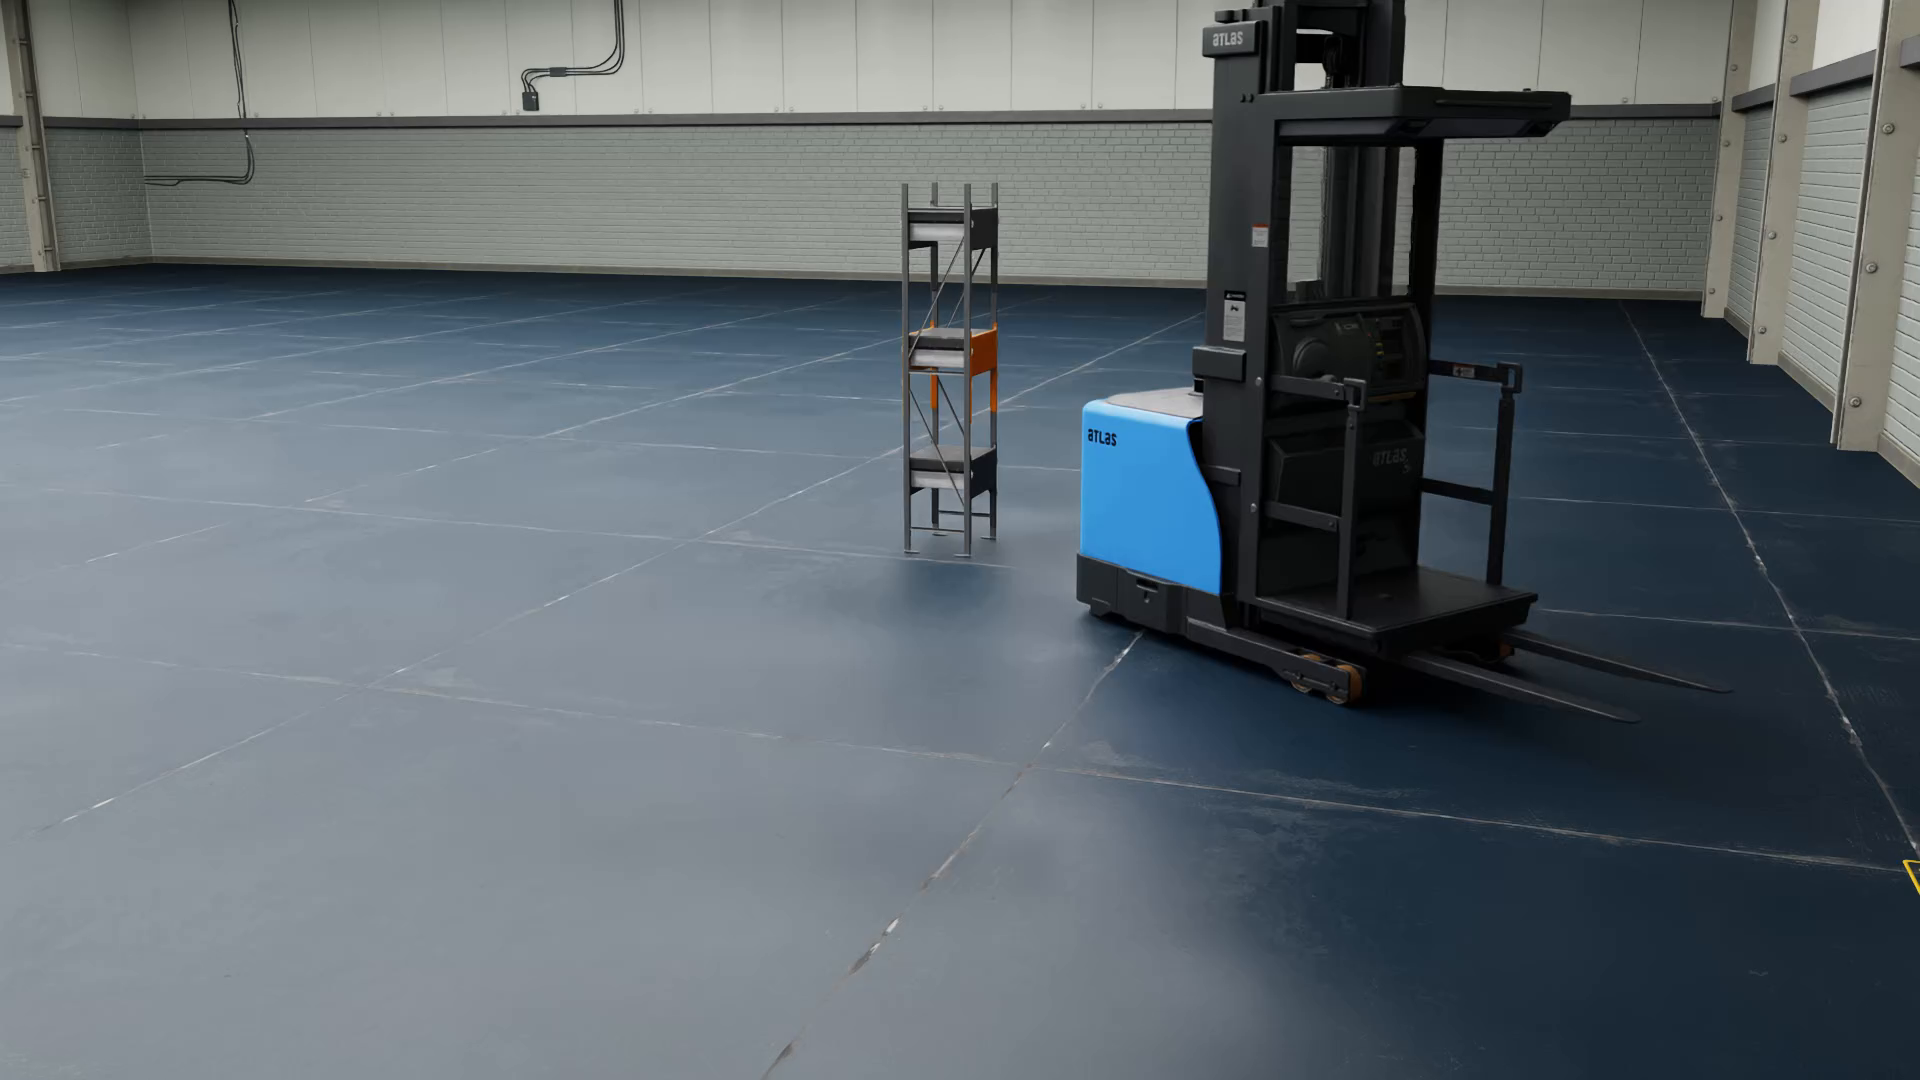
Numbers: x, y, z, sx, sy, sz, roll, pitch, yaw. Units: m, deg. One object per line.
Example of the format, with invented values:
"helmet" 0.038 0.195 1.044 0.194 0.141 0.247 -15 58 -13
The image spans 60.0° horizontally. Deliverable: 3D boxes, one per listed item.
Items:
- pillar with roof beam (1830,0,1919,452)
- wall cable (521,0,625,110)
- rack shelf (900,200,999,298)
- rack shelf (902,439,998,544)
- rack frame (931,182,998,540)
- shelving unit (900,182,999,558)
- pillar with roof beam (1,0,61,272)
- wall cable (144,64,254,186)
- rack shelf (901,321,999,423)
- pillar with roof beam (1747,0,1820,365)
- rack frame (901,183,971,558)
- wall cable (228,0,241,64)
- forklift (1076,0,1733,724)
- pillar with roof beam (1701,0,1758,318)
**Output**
"pillar with roof beam" 3.056 -5.439 13.593 9.100 9.000 0.400 4 14 18
"wall cable" -7.612 -11.419 32.154 2.305 6.003 0.169 4 14 18
"rack shelf" -0.054 -1.658 9.449 0.431 0.518 0.480 4 14 18
"rack shelf" -0.054 -0.293 9.760 0.431 0.518 0.480 4 14 18
"rack frame" 0.025 -1.040 9.827 0.400 2.100 0.015 4 14 18
"shelving unit" -0.054 -0.989 9.602 0.431 2.100 0.503 4 14 18
"pillar with roof beam" -14.720 -9.613 31.883 9.100 9.000 0.400 4 14 18
"wall cable" -16.589 -8.934 35.887 3.097 2.526 0.112 4 14 18
"rack shelf" -0.054 -0.976 9.605 0.431 0.518 0.480 4 14 18
"pillar with roof beam" 4.997 -6.702 19.128 9.100 9.000 0.400 4 14 18
"rack frame" -0.133 -0.937 9.376 0.400 2.100 0.015 4 14 18
"wall cable" -14.029 -11.202 34.472 3.097 2.526 0.112 4 14 18
"forklift" 1.849 -0.862 7.179 1.130 2.935 3.031 -9 16 -35
"pillar with roof beam" 6.938 -7.965 24.663 9.100 9.000 0.400 4 14 18
